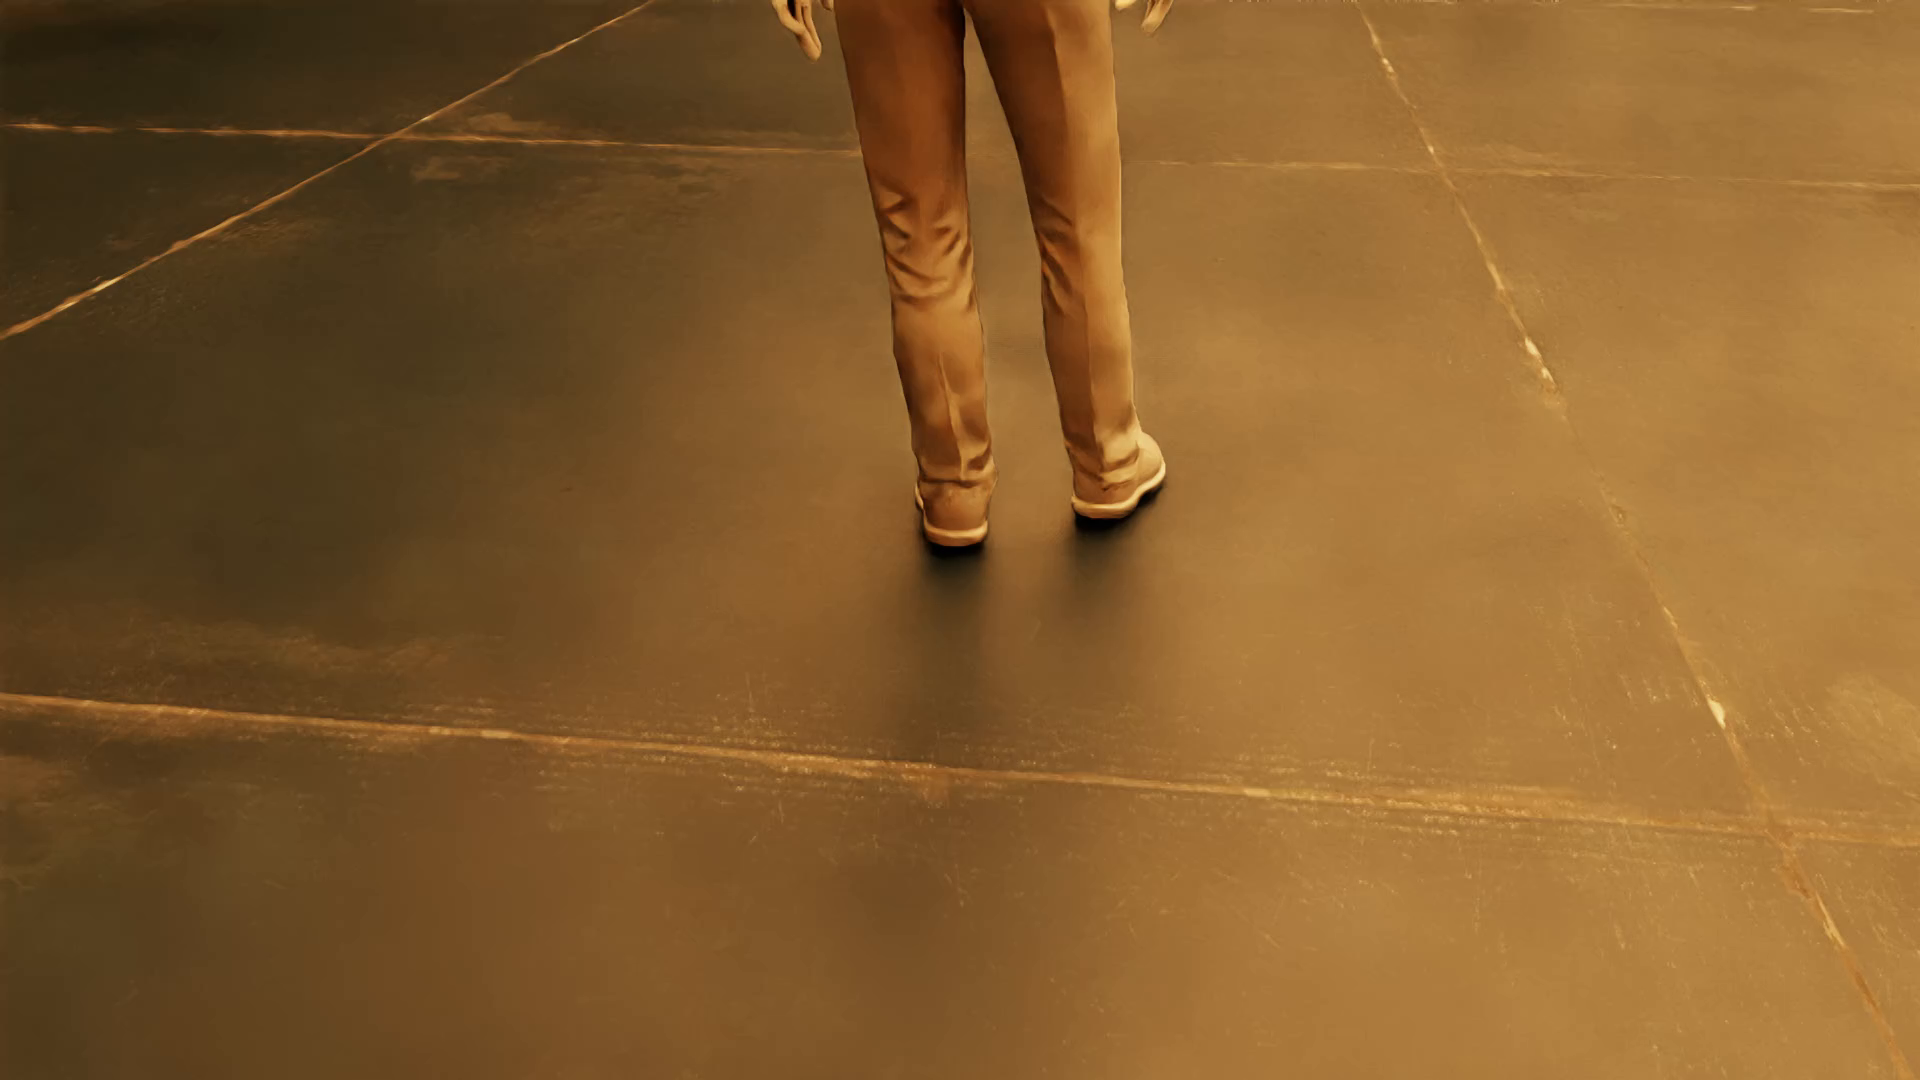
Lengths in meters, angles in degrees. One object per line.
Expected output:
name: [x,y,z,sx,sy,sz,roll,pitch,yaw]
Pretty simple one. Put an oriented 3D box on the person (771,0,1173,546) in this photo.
person: [0.016,-0.794,2.178,0.586,1.695,0.532,3,27,7]
